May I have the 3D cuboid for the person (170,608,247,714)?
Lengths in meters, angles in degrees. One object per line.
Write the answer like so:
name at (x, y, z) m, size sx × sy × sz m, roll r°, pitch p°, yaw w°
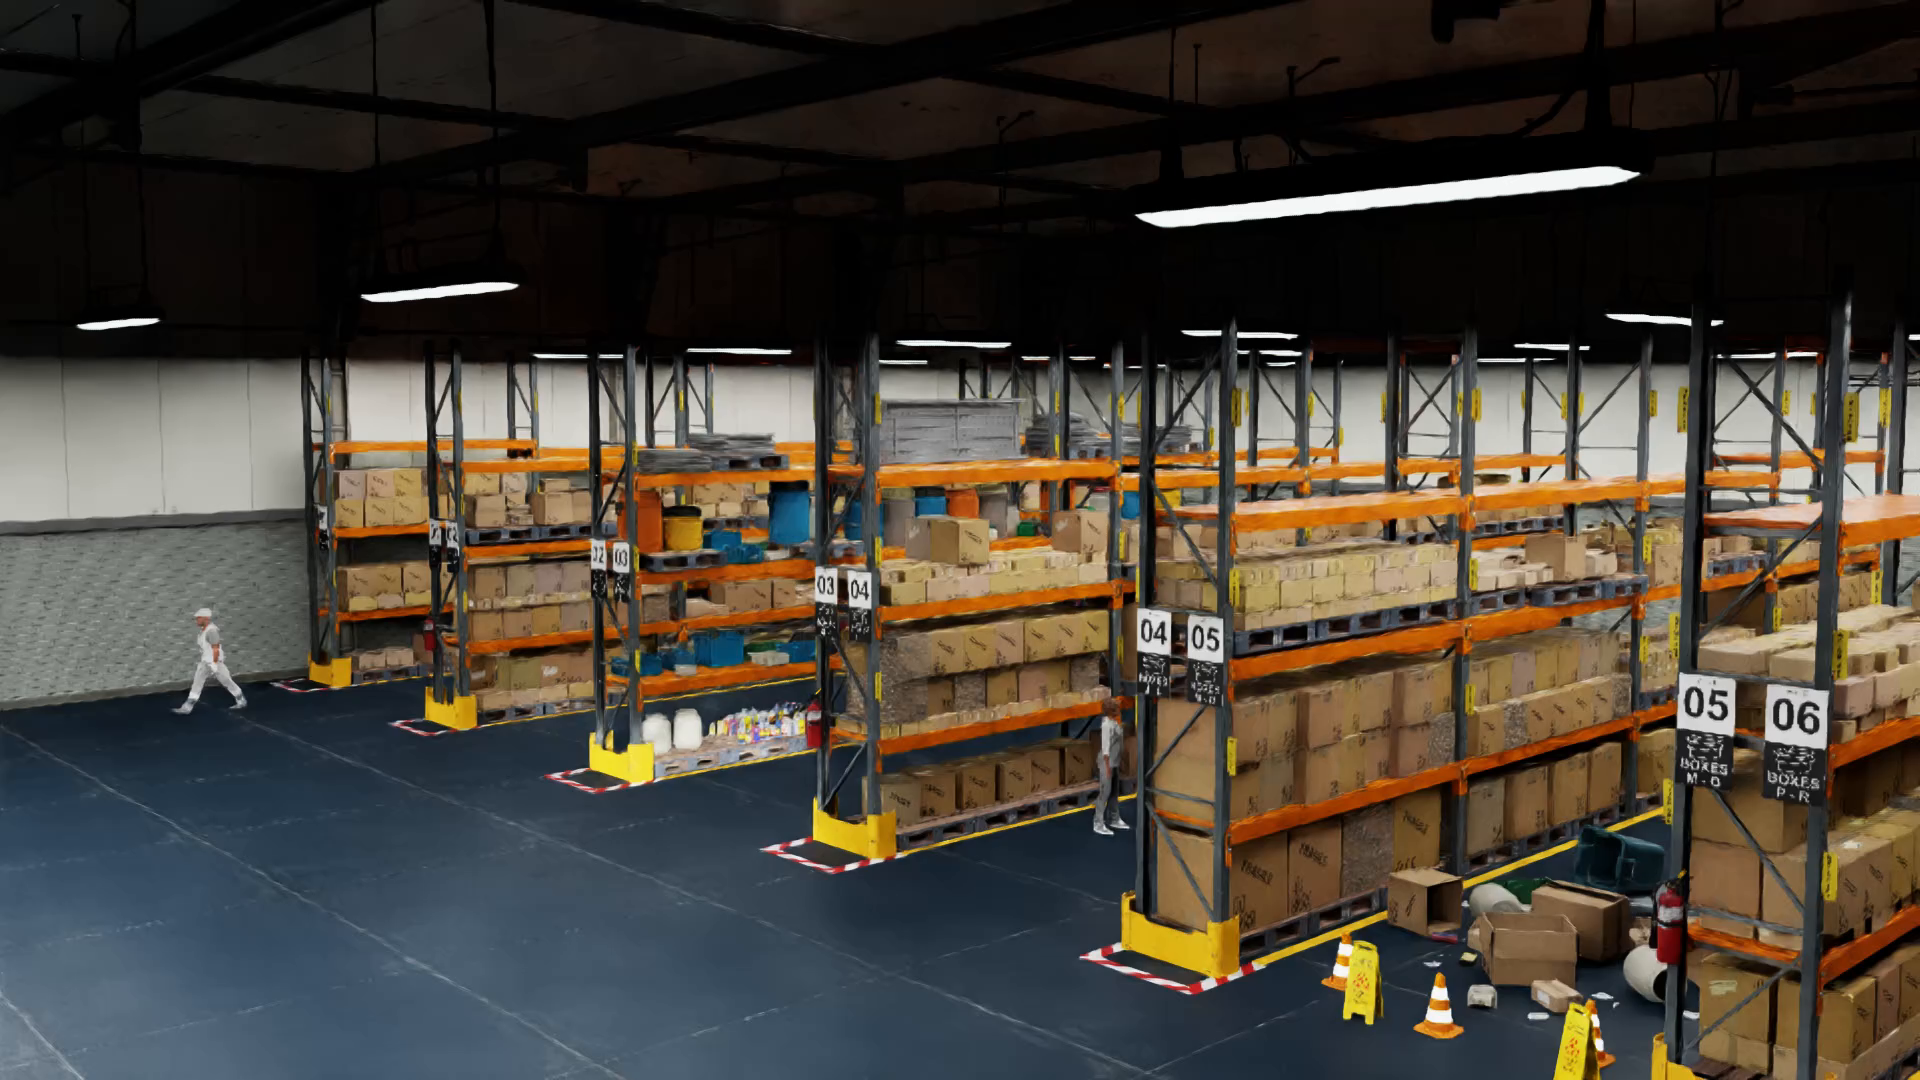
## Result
person at (-12.113, 1.940, 26.802) m, size 0.550 × 1.709 × 1.128 m, roll 5°, pitch 7°, yaw 45°

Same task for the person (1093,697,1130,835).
person at (1.786, 2.638, 19.543) m, size 0.406 × 1.600 × 0.468 m, roll 2°, pitch 5°, yaw 18°
